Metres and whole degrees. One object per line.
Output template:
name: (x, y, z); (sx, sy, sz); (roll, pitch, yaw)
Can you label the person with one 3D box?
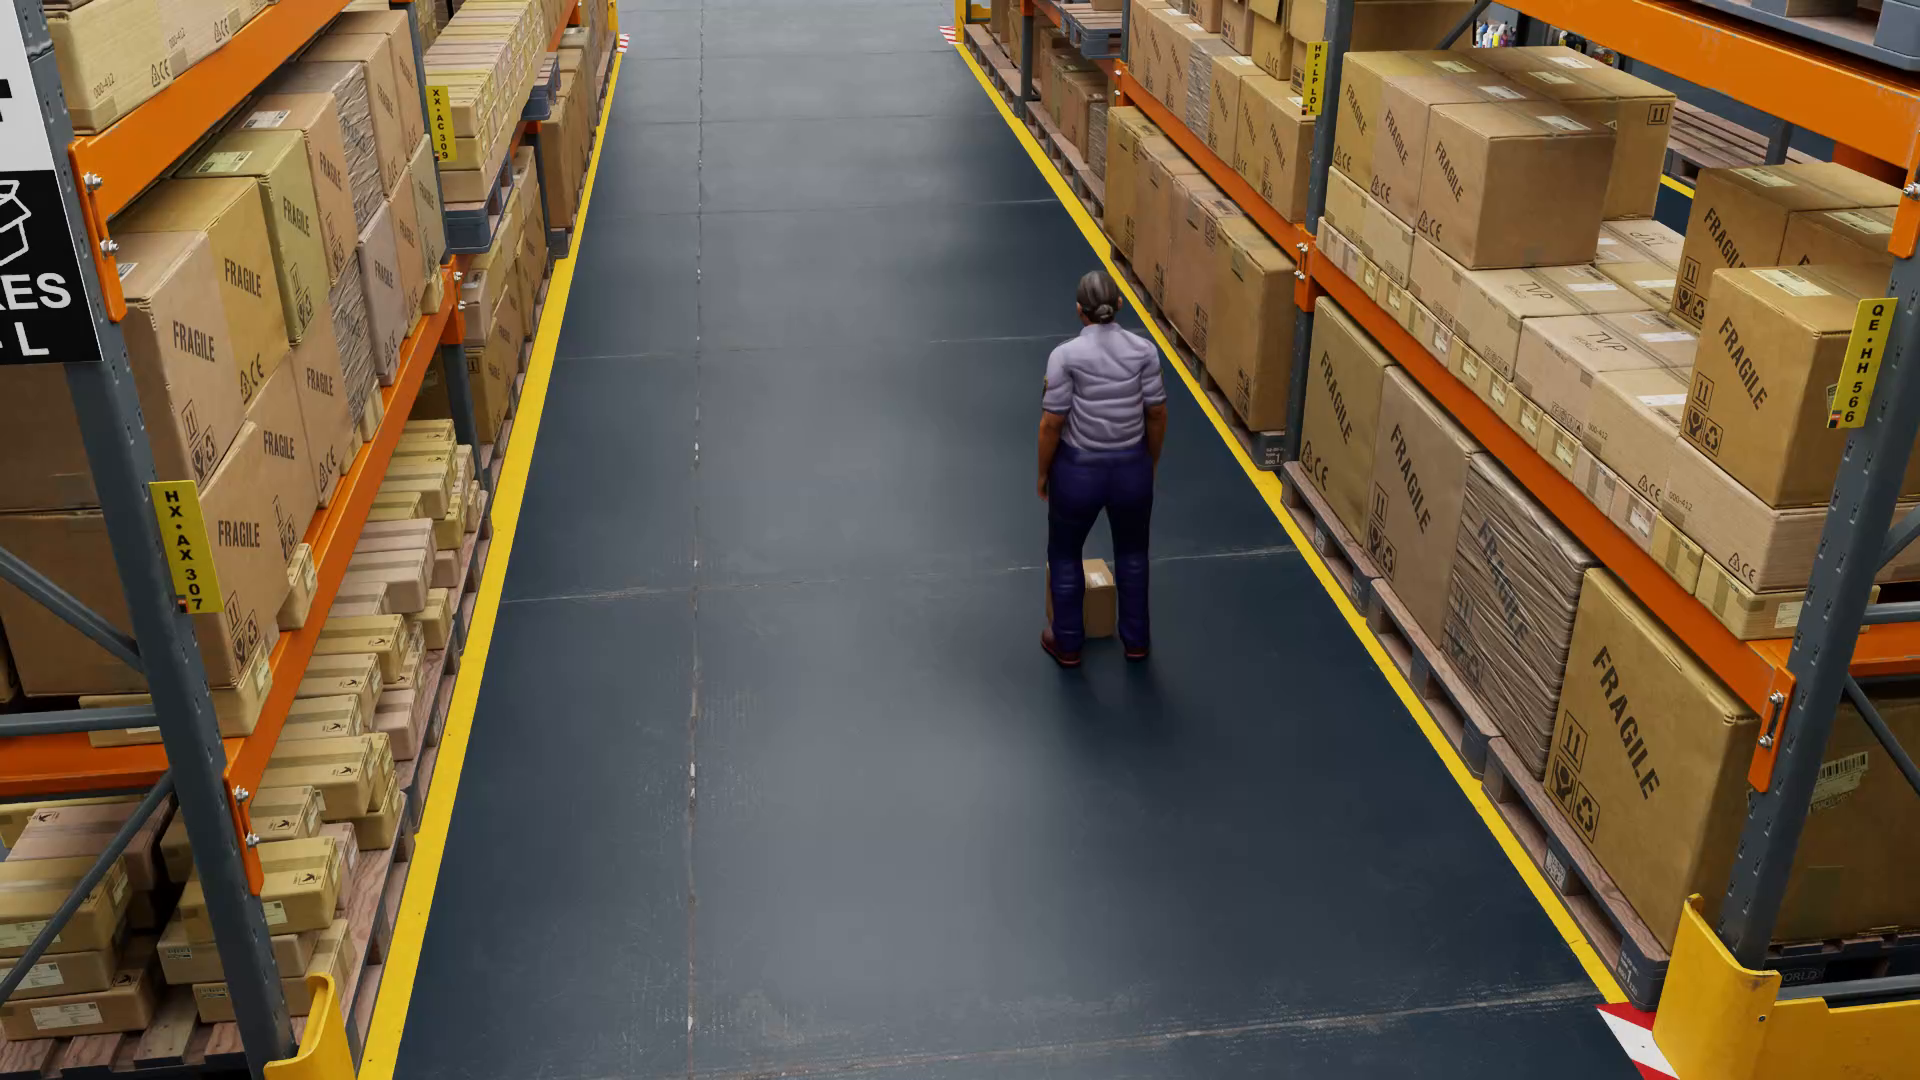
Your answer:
person: (0.556, -0.261, 6.630); (0.563, 1.653, 0.363); (-5, 28, -10)
